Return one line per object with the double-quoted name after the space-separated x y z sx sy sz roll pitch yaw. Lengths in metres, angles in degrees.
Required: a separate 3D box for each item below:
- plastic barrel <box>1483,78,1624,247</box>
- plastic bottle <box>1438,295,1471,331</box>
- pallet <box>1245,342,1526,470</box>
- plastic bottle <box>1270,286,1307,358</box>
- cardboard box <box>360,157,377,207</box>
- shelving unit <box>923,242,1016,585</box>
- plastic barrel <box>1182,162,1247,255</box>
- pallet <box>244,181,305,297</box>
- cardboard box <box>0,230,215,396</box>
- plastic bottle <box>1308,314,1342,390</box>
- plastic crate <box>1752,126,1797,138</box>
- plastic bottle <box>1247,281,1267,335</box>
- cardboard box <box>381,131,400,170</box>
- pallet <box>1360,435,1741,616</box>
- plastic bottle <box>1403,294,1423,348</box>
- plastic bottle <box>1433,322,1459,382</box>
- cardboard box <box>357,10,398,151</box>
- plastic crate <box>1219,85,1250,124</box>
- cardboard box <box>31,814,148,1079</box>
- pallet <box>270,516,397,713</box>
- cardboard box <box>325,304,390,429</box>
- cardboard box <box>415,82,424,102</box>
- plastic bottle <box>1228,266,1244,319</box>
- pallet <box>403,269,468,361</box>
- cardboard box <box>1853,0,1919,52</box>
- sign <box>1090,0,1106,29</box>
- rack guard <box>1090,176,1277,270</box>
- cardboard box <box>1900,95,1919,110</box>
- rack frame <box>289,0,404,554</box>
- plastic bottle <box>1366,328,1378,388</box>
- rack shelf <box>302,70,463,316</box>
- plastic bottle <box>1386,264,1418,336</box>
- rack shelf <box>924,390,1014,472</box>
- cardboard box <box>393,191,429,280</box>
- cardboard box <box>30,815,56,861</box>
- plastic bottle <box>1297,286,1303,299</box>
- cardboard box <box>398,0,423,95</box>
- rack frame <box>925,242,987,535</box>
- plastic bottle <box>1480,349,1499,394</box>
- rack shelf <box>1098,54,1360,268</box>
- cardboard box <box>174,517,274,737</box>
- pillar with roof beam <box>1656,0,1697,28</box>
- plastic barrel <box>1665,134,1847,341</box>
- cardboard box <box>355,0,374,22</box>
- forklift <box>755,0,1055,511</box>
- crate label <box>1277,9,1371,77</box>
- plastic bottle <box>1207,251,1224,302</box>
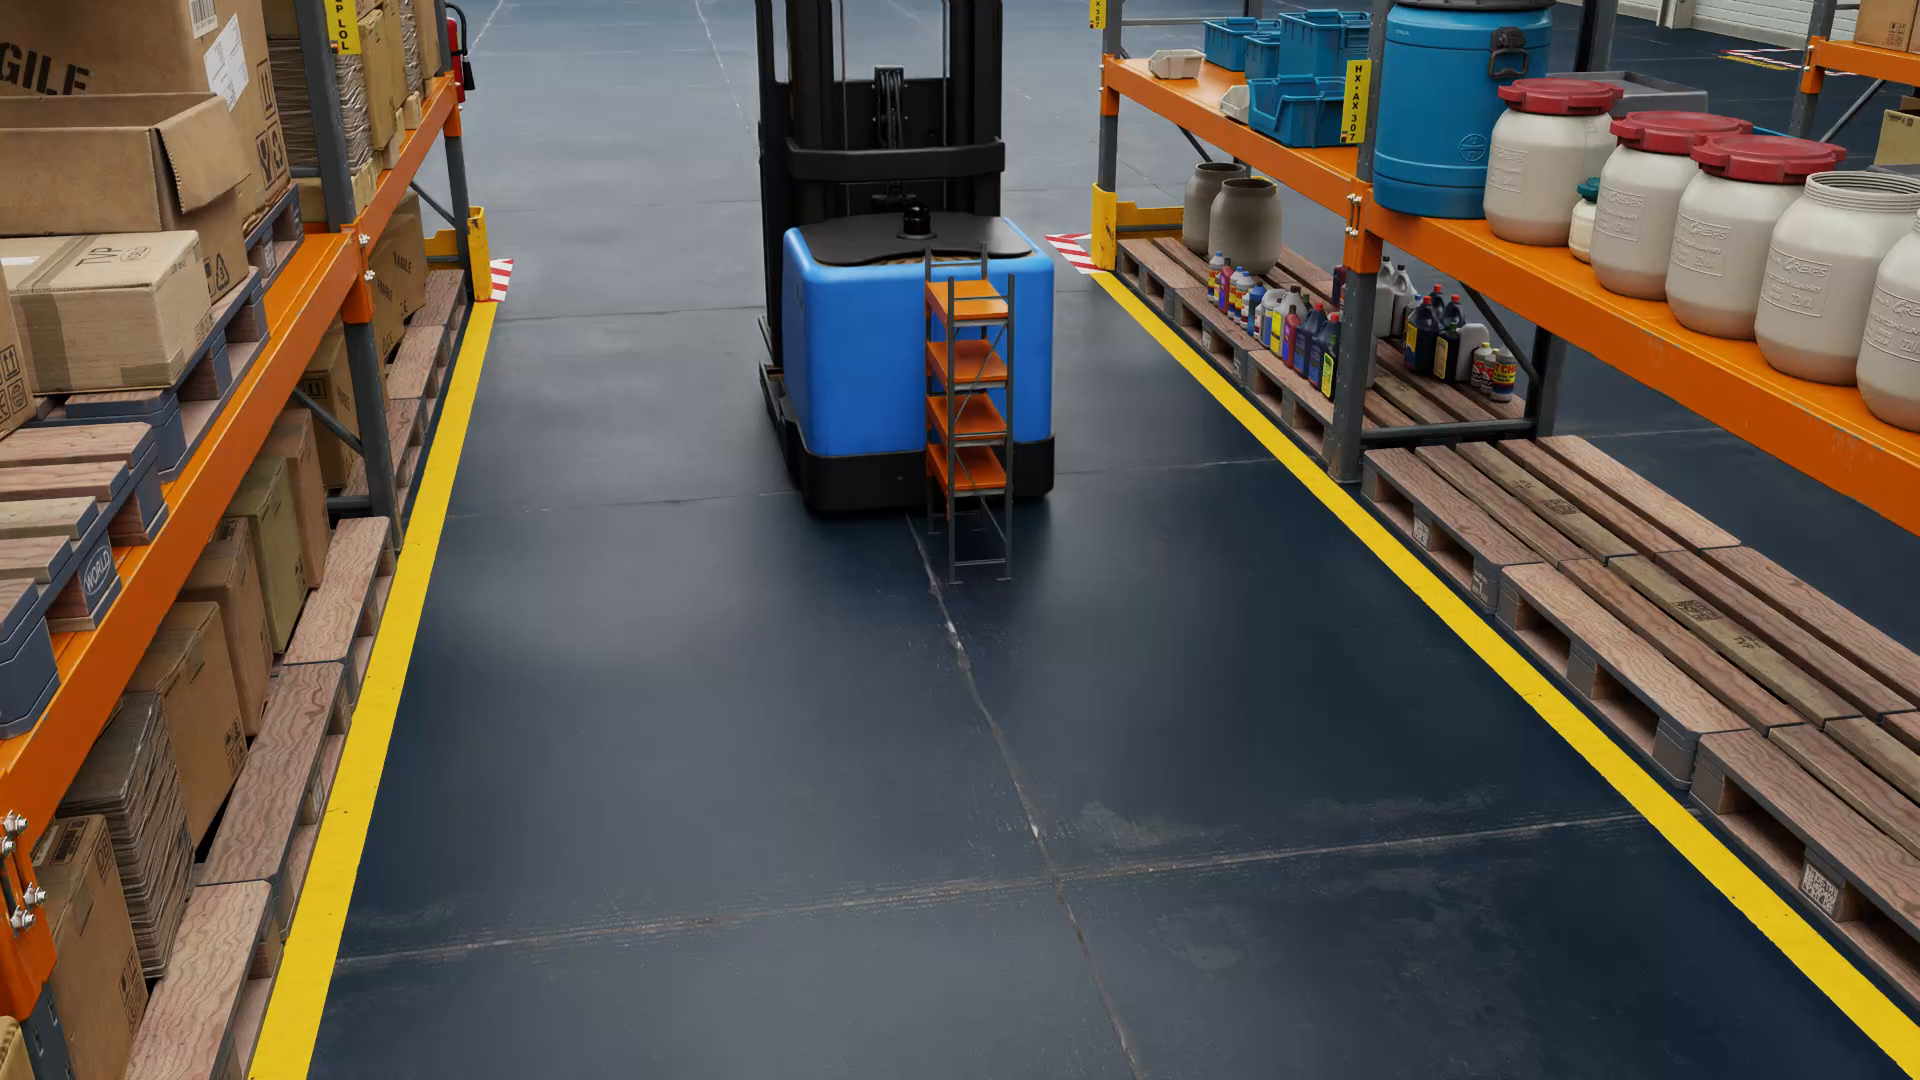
2.098 -1.344 5.909 0.433 0.535 0.433 0 24 0 "plastic barrel"
2.396 -1.010 8.074 0.144 0.351 0.185 -4 24 -8 "plastic bottle"
2.054 -0.663 8.005 1.003 0.211 1.213 -4 24 -10 "pallet"
1.639 -1.096 8.272 0.144 0.351 0.185 -4 24 -10 "plastic bottle"
-2.508 -1.398 6.518 0.380 0.149 0.250 -4 24 -10 "cardboard box"
0.031 -0.485 6.361 0.258 1.200 0.503 -4 24 -10 "shelving unit"
1.594 -2.046 10.272 0.421 0.512 0.421 0 24 0 "plastic barrel"
-2.732 -0.908 5.321 1.003 0.211 1.213 -4 24 -10 "pallet"
-2.075 -0.534 3.888 0.500 0.250 0.500 -5 24 -11 "cardboard box"
1.735 -0.894 7.808 0.144 0.351 0.185 -5 24 -11 "plastic bottle"
2.647 -1.256 5.897 0.392 0.384 0.575 -4 24 -10 "plastic crate"
1.546 -1.209 8.628 0.097 0.271 0.097 0 24 0 "plastic bottle"
-2.643 -1.694 7.194 0.380 0.149 0.250 -4 24 -10 "cardboard box"
2.320 -0.090 6.692 1.003 0.211 1.213 -4 24 -10 "pallet"
2.297 -1.103 8.386 0.097 0.271 0.097 0 24 0 "plastic bottle"
2.318 -0.906 7.920 0.061 0.283 0.133 -4 24 -10 "plastic bottle"
-2.811 -1.870 6.788 0.875 0.500 0.500 -4 24 -10 "cardboard box"
1.588 -2.173 8.307 0.530 0.136 0.437 -4 24 -10 "plastic crate"
-2.134 0.948 3.405 0.700 0.500 0.500 -6 24 -13 "cardboard box"
-2.585 0.277 5.853 1.003 0.211 1.213 -4 24 -10 "pallet"
-2.879 -0.739 7.293 0.500 0.500 0.500 3 24 7 "cardboard box"
-3.041 -2.376 8.757 0.380 0.149 0.250 -4 24 -10 "cardboard box"
1.490 -1.328 8.901 0.097 0.271 0.097 0 24 0 "plastic bottle"
-3.341 -1.251 9.350 1.003 0.211 1.213 -4 24 -10 "pallet"
6.340 -3.474 10.831 0.700 0.500 0.500 -4 24 -10 "cardboard box"
0.856 -3.335 10.293 0.100 0.325 0.005 -4 24 -10 "sign"
1.458 -2.075 10.877 1.175 0.500 0.348 -4 24 -10 "rack guard"
6.658 -2.700 11.157 0.500 0.500 0.500 -4 24 -10 "cardboard box"
-2.731 -1.307 5.996 1.000 3.000 0.127 -4 24 -10 "rack frame"
1.876 -0.904 7.833 0.144 0.351 0.185 -4 24 -10 "plastic bottle"
-3.100 -1.764 7.941 1.077 0.370 4.000 -4 24 -10 "rack shelf"
2.282 -1.251 8.627 0.144 0.351 0.185 -4 24 -10 "plastic bottle"
0.031 -0.423 6.388 0.258 0.148 0.480 -4 24 -10 "rack shelf"
-3.371 -1.681 9.449 0.500 0.500 0.500 0 24 0 "cardboard box"
-2.144 0.605 3.254 0.500 0.250 0.500 -3 24 -8 "cardboard box"
1.718 -1.138 8.451 0.061 0.283 0.133 -4 24 -10 "plastic bottle"
-3.135 -2.457 8.131 0.875 0.500 0.500 -4 24 -10 "cardboard box"
-0.015 -0.581 6.581 0.240 1.200 0.015 -4 24 -10 "rack frame"
2.490 -0.791 7.760 0.097 0.201 0.097 0 24 0 "plastic bottle"
1.767 -2.131 8.780 1.077 0.370 4.000 -4 24 -10 "rack shelf"
-2.465 0.289 4.915 0.700 0.500 0.500 -6 24 -14 "cardboard box"
5.663 -10.920 20.509 9.100 9.000 0.400 -4 24 -10 "pillar with roof beam"
2.314 -0.885 4.859 0.433 0.535 0.433 0 24 0 "plastic barrel"
-2.658 -2.340 6.614 0.500 0.500 0.500 -4 24 -10 "cardboard box"
-0.404 -2.023 7.719 1.130 2.935 3.031 -5 24 -11 "forklift"
2.003 -2.560 8.819 0.502 0.435 0.616 -4 24 -10 "crate label"
1.426 -1.462 9.210 0.097 0.271 0.097 0 24 0 "plastic bottle"
